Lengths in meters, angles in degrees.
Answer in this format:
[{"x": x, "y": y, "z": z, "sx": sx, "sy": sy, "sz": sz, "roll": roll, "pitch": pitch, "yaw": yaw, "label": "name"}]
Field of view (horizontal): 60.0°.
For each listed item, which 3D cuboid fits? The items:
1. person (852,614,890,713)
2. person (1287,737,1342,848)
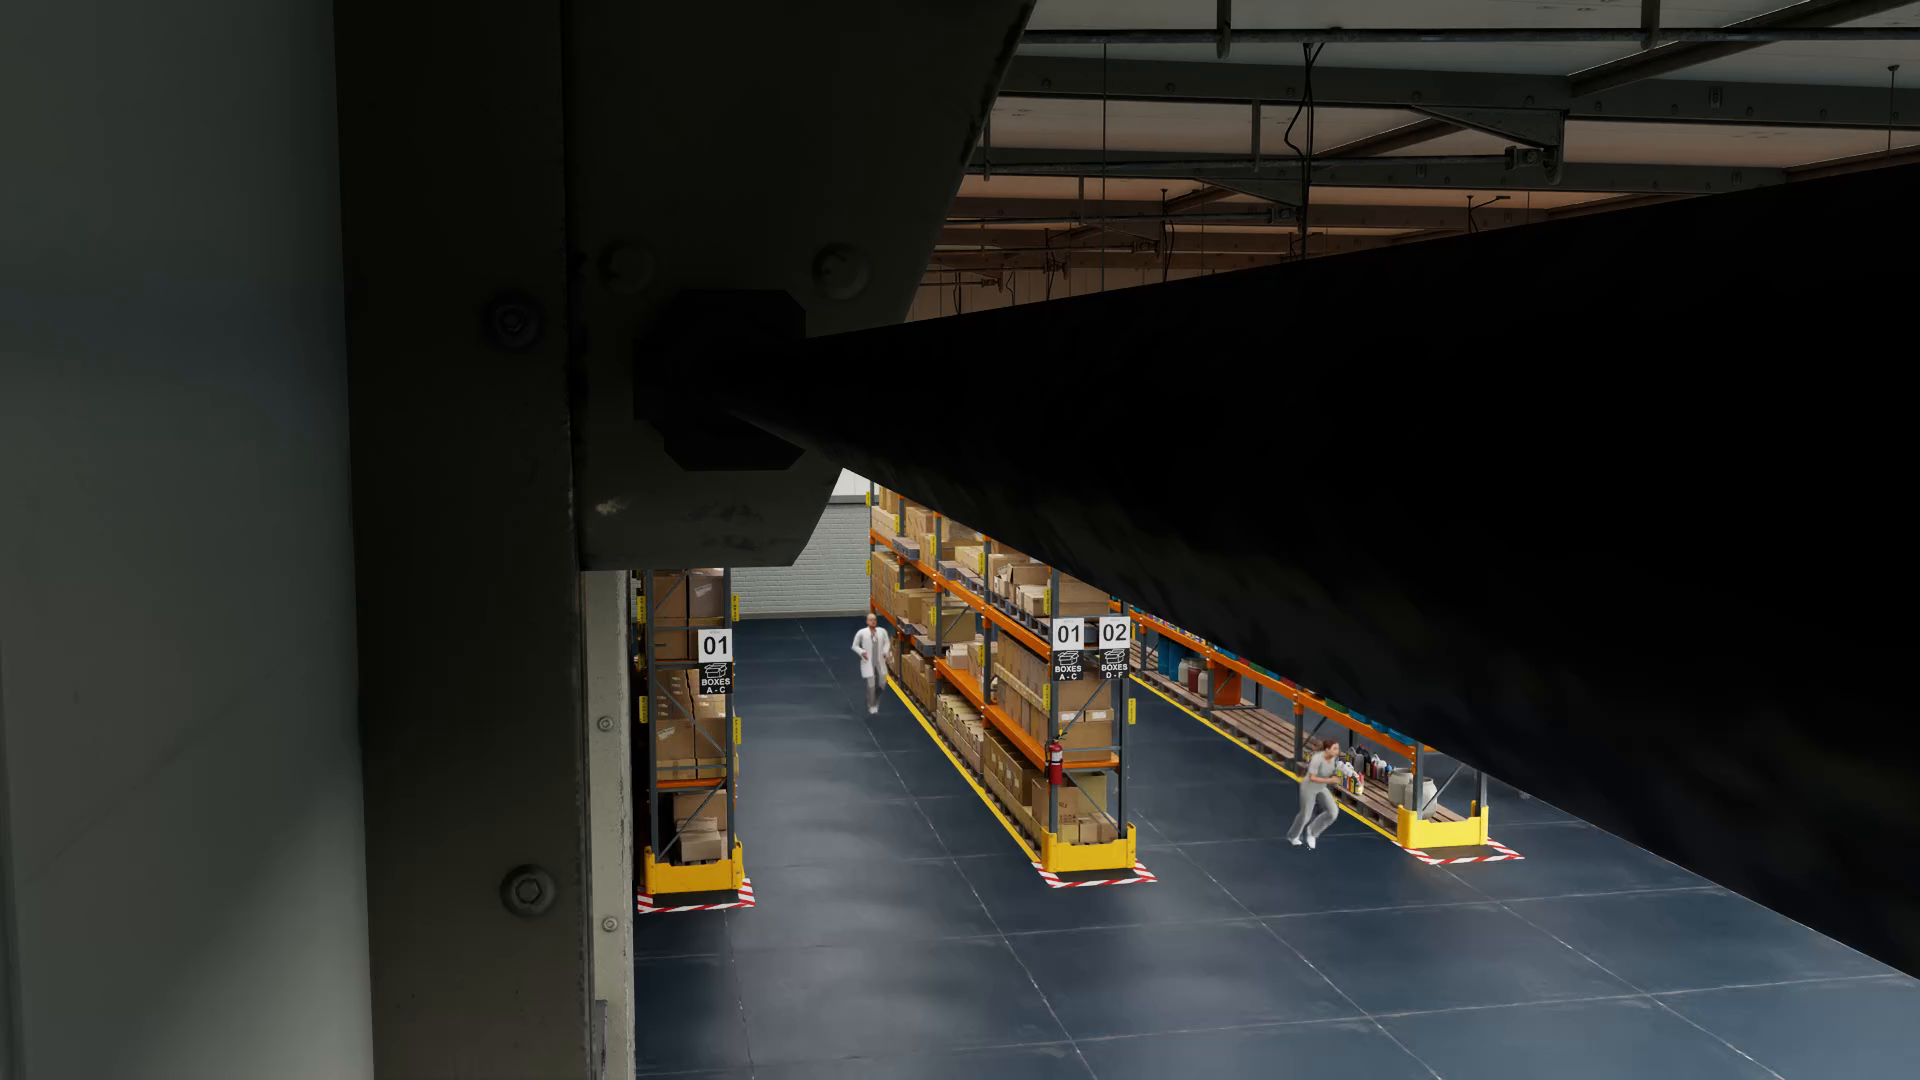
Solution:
[{"x": -1.511, "y": 2.171, "z": 28.991, "sx": 0.705, "sy": 1.746, "sz": 0.618, "roll": -2, "pitch": 6, "yaw": -18, "label": "person"}, {"x": 4.680, "y": 3.283, "z": 21.724, "sx": 0.577, "sy": 1.535, "sz": 0.911, "roll": -4, "pitch": 7, "yaw": -35, "label": "person"}]
